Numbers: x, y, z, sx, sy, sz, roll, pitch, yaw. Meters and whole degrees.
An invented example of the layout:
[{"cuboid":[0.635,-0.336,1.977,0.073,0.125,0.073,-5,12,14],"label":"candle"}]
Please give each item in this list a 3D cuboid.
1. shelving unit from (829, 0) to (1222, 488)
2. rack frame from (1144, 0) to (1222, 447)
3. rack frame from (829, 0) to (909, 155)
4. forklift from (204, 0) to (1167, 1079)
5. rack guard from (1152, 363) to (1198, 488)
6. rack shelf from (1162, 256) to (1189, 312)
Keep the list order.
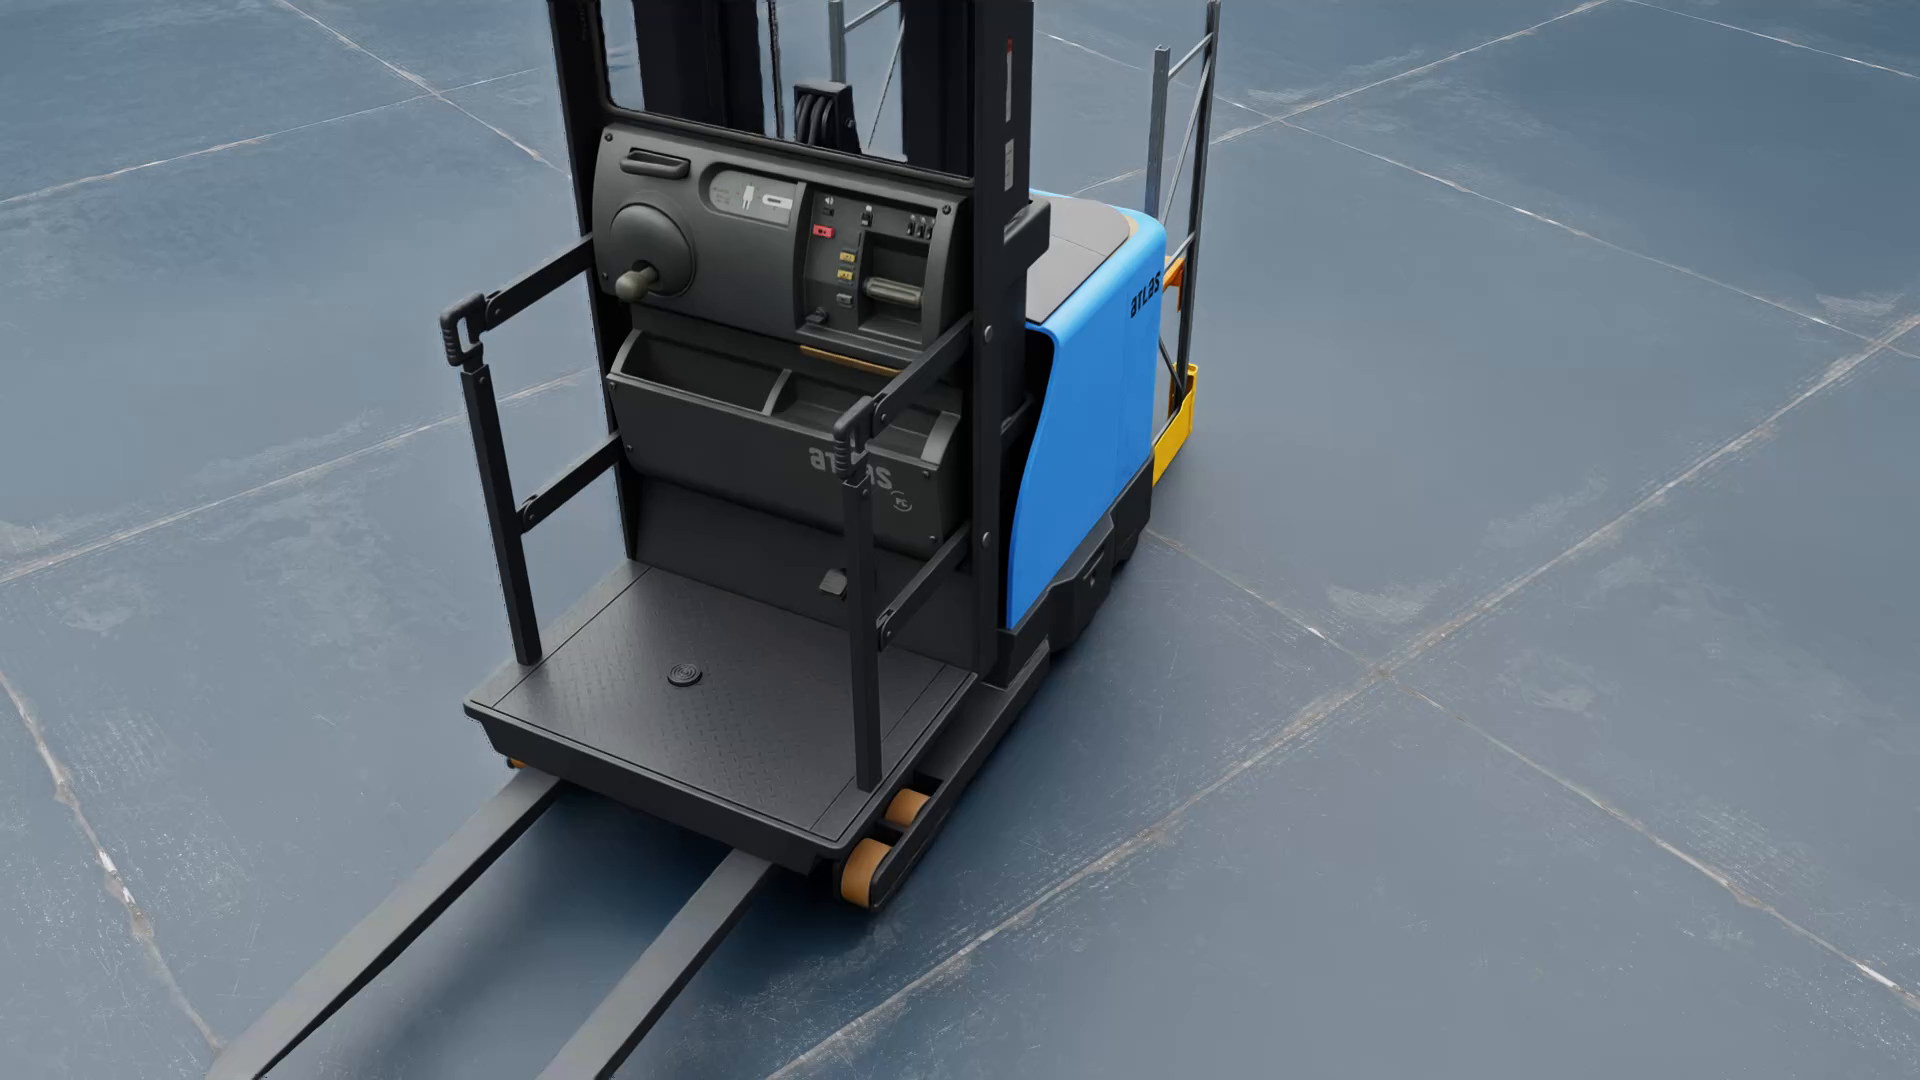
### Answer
[{"cuboid":[0.201,-0.979,5.335,1.083,1.500,0.587,15,38,20],"label":"shelving unit"},{"cuboid":[0.653,-0.857,5.162,0.032,1.500,0.500,15,38,20],"label":"rack frame"},{"cuboid":[-0.267,-1.106,5.515,0.032,1.500,0.500,15,38,20],"label":"rack frame"},{"cuboid":[-0.527,-0.607,3.571,1.130,2.935,3.031,17,39,22],"label":"forklift"},{"cuboid":[0.652,-0.347,5.524,0.087,0.250,0.587,15,38,20],"label":"rack guard"},{"cuboid":[0.193,-0.835,5.442,1.000,0.185,0.538,15,38,20],"label":"rack shelf"}]
